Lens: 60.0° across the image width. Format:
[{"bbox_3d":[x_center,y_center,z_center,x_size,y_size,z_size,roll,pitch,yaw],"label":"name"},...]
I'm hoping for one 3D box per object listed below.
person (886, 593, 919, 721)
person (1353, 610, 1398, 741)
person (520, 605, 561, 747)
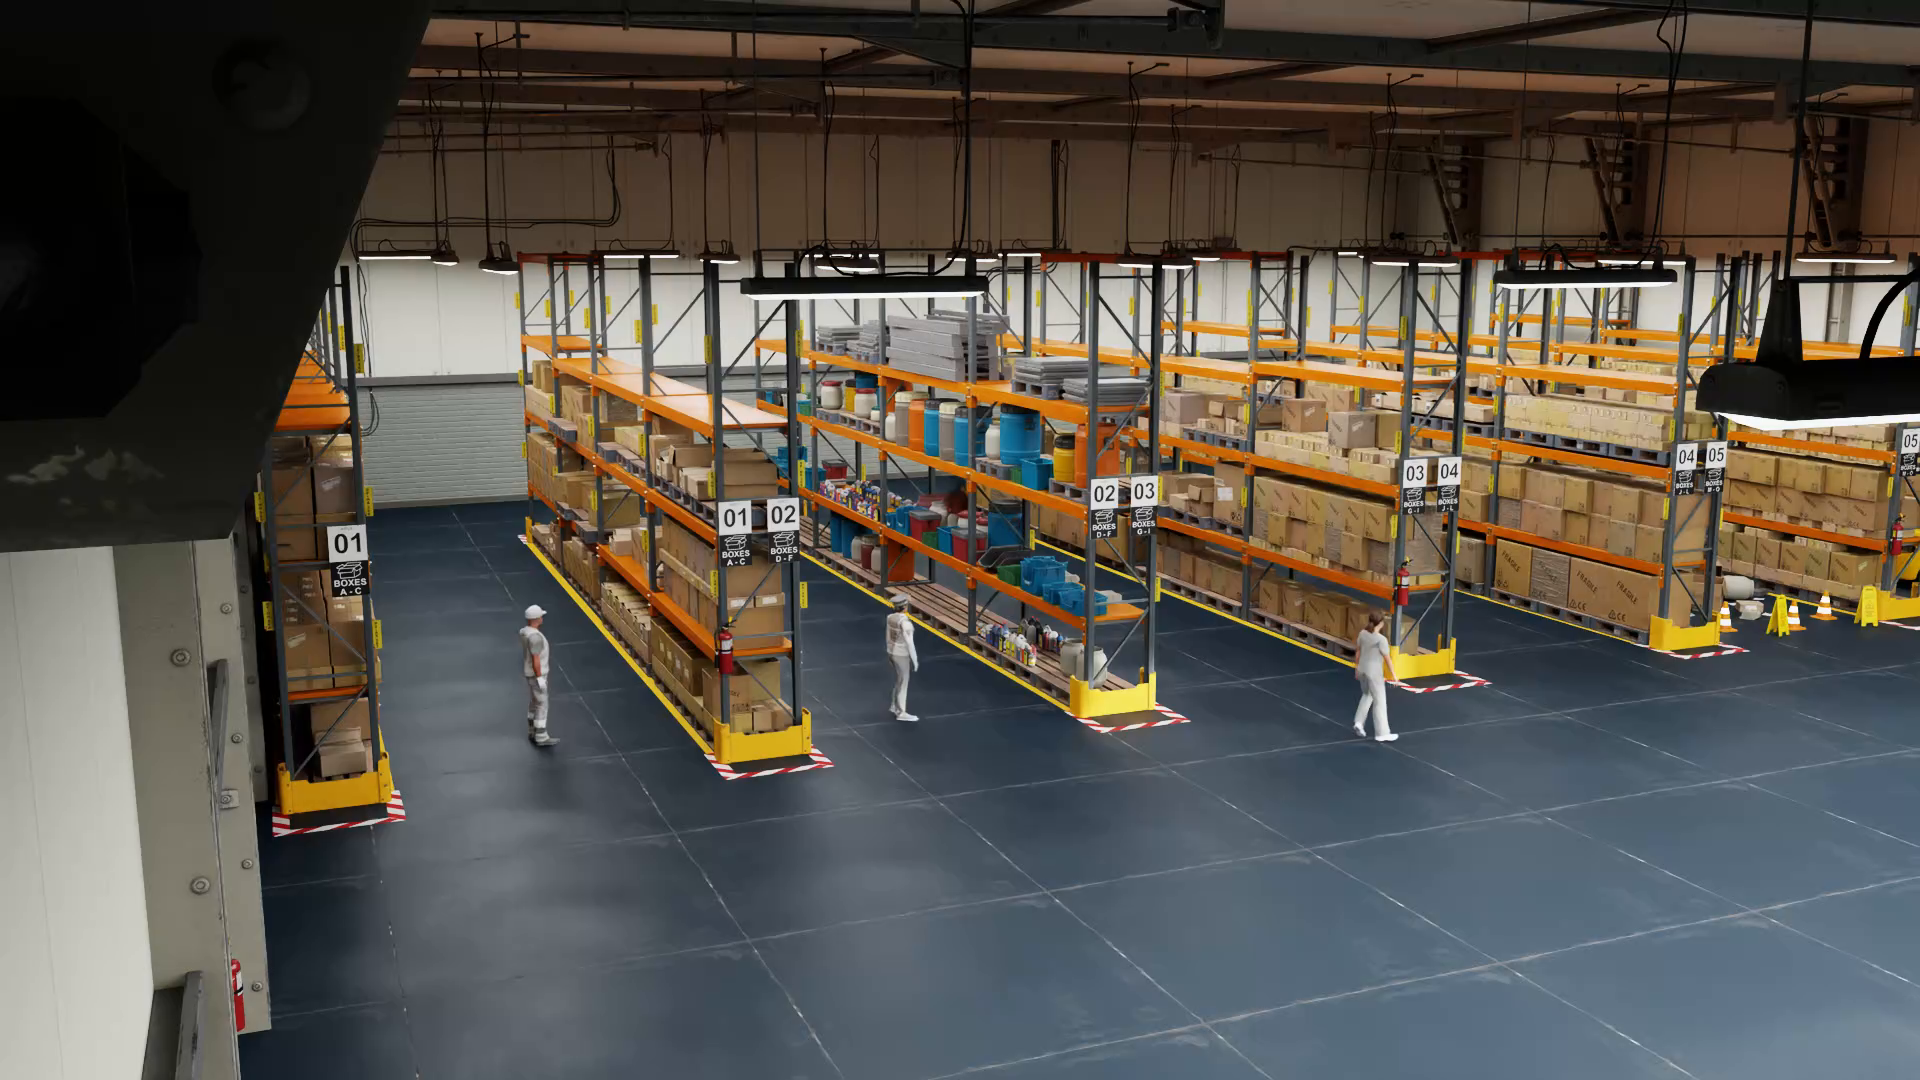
[{"bbox_3d":[-0.770,1.569,21.951,0.352,1.732,0.534,-4,11,-21],"label":"person"},{"bbox_3d":[5.244,1.706,21.049,0.525,1.674,0.565,-6,12,-31],"label":"person"},{"bbox_3d":[-5.273,1.708,20.860,0.441,1.825,0.613,-2,11,-13],"label":"person"}]
